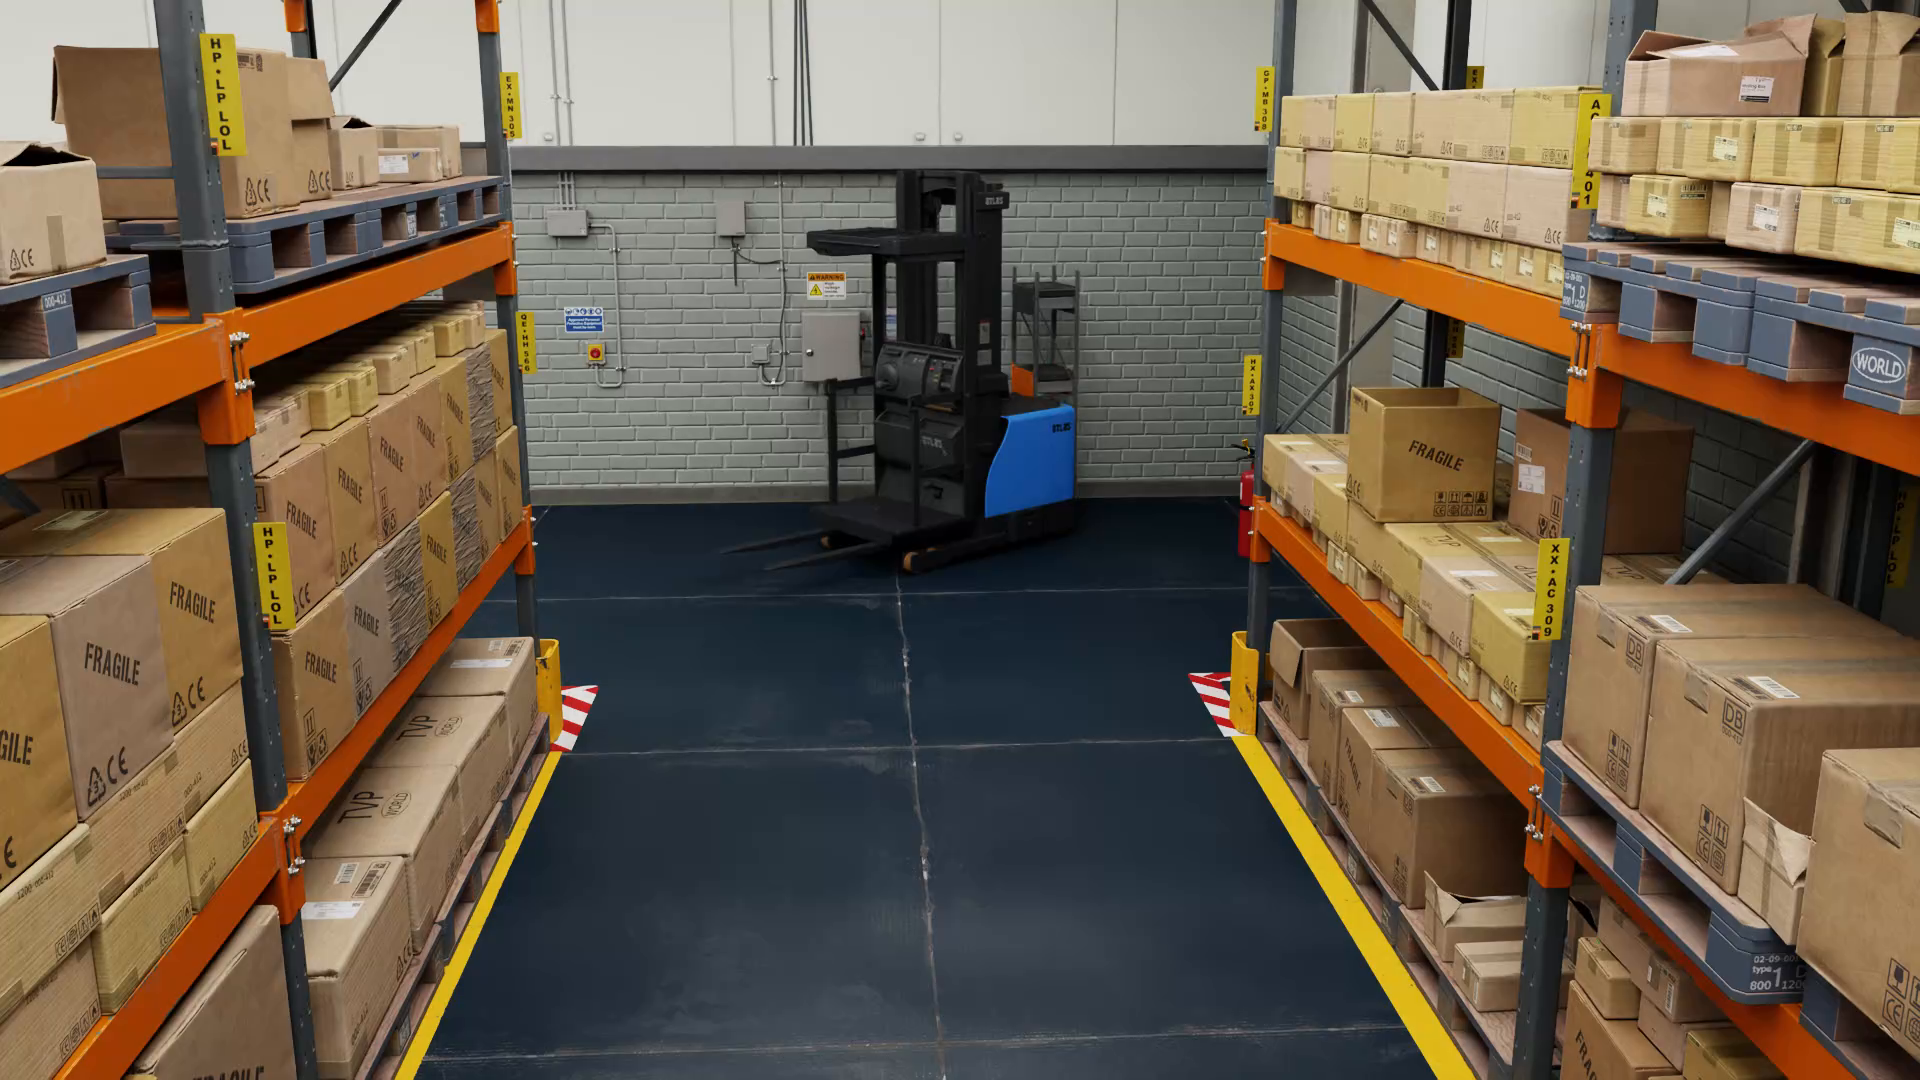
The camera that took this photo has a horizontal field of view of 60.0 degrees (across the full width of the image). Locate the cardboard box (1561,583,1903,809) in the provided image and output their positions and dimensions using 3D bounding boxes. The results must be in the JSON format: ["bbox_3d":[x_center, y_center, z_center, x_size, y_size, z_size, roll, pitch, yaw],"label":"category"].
[{"bbox_3d":[2.187,0.435,4.772,0.700,0.500,0.500,-1,14,-2],"label":"cardboard box"}]

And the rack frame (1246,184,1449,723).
[{"bbox_3d":[2.132,-0.432,9.184,1.000,3.000,0.127,-1,14,-3],"label":"rack frame"}]

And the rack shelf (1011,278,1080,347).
[{"bbox_3d":[0.719,-1.924,14.035,0.431,0.518,0.480,-5,15,-20],"label":"rack shelf"}]

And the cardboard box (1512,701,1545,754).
[{"bbox_3d":[2.108,0.609,5.642,0.380,0.149,0.250,-1,14,-3],"label":"cardboard box"}]

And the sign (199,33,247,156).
[{"bbox_3d":[-2.033,-1.226,4.581,0.100,0.325,0.005,-1,14,-3],"label":"sign"}]

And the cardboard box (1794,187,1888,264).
[{"bbox_3d":[2.067,-0.685,3.611,0.380,0.149,0.250,-1,14,-4],"label":"cardboard box"}]

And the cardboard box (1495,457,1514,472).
[{"bbox_3d":[2.456,-0.264,8.239,0.500,0.250,0.500,-1,14,-3],"label":"cardboard box"}]

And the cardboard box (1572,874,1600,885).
[{"bbox_3d":[2.548,1.465,6.693,0.380,0.149,0.250,-1,14,-4],"label":"cardboard box"}]

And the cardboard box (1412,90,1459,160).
[{"bbox_3d":[2.045,-1.577,6.317,0.500,0.250,0.500,-1,14,-2],"label":"cardboard box"}]

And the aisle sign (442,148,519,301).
[{"bbox_3d":[-2.517,-1.636,8.647,0.394,0.787,0.004,-1,14,-3],"label":"aisle sign"}]

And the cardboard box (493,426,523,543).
[{"bbox_3d":[-2.528,-0.287,8.420,0.500,0.500,0.500,-1,14,-3],"label":"cardboard box"}]

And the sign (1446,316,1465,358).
[{"bbox_3d":[2.687,-1.149,9.014,0.100,0.325,0.005,-1,14,-3],"label":"sign"}]

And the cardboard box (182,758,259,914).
[{"bbox_3d":[-2.295,0.821,4.617,0.500,0.250,0.500,-1,14,-5],"label":"cardboard box"}]

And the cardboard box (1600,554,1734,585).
[{"bbox_3d":[2.581,0.240,6.279,0.500,0.250,0.500,-1,14,-4],"label":"cardboard box"}]

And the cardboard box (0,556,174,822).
[{"bbox_3d":[-2.256,0.344,3.963,0.500,0.500,0.500,-1,14,-2],"label":"cardboard box"}]

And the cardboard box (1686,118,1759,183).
[{"bbox_3d":[2.022,-0.954,4.057,0.380,0.149,0.250,-1,14,-4],"label":"cardboard box"}]

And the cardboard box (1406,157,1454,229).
[{"bbox_3d":[2.037,-1.334,6.375,0.500,0.250,0.500,-1,14,-2],"label":"cardboard box"}]

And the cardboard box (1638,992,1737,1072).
[{"bbox_3d":[2.231,1.417,4.870,0.380,0.149,0.250,-1,14,-5],"label":"cardboard box"}]

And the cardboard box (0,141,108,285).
[{"bbox_3d":[-2.310,-0.756,3.762,0.500,0.311,0.500,-1,14,-3],"label":"cardboard box"}]

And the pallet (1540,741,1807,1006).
[{"bbox_3d":[2.321,0.857,4.563,1.003,0.211,1.213,-1,14,-3],"label":"pallet"}]

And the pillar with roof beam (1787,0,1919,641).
[{"bbox_3d":[-1.060,-2.463,5.039,9.100,9.000,0.400,-1,14,-3],"label":"pillar with roof beam"}]

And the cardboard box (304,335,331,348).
[{"bbox_3d":[-2.984,-0.848,7.294,0.380,0.149,0.250,-1,14,-3],"label":"cardboard box"}]

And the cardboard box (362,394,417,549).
[{"bbox_3d":[-2.407,-0.267,6.339,0.500,0.500,0.500,-1,14,-2],"label":"cardboard box"}]

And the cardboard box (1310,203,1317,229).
[{"bbox_3d":[1.962,-1.615,8.268,0.380,0.149,0.250,-1,14,-2],"label":"cardboard box"}]

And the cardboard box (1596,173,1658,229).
[{"bbox_3d":[2.002,-0.939,4.598,0.380,0.149,0.250,-1,14,-3],"label":"cardboard box"}]

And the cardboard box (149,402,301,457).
[{"bbox_3d":[-2.366,-0.352,5.366,0.380,0.149,0.250,-1,14,-3],"label":"cardboard box"}]

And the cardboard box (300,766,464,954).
[{"bbox_3d":[-2.562,1.298,6.762,0.875,0.438,0.875,-1,14,-5],"label":"cardboard box"}]

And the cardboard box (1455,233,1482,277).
[{"bbox_3d":[2.032,-1.042,6.040,0.380,0.149,0.250,-1,14,-4],"label":"cardboard box"}]

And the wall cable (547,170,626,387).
[{"bbox_3d":[-3.194,-2.263,14.201,0.585,1.953,0.123,-1,14,-3],"label":"wall cable"}]

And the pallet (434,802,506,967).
[{"bbox_3d":[-2.622,1.497,7.286,1.003,0.211,1.213,-1,14,-3],"label":"pallet"}]

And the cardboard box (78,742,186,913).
[{"bbox_3d":[-2.266,0.701,4.078,0.500,0.250,0.500,-1,14,-2],"label":"cardboard box"}]

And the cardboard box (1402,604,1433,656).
[{"bbox_3d":[1.997,0.352,6.643,0.380,0.149,0.250,-1,14,-4],"label":"cardboard box"}]

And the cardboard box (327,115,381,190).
[{"bbox_3d":[-2.779,-1.642,7.005,0.500,0.311,0.500,-1,14,-2],"label":"cardboard box"}]

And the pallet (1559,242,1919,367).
[{"bbox_3d":[2.350,-0.635,4.333,1.213,0.211,1.003,-1,14,-3],"label":"pallet"}]

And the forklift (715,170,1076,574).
[{"bbox_3d":[-0.476,-1.310,12.736,3.031,2.935,1.130,-13,19,-41],"label":"forklift"}]

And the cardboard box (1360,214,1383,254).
[{"bbox_3d":[1.918,-1.297,7.032,0.380,0.149,0.250,-1,14,-3],"label":"cardboard box"}]

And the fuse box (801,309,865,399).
[{"bbox_3d":[-1.089,-1.128,14.477,0.539,1.711,0.414,-1,14,-3],"label":"fuse box"}]

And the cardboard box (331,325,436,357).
[{"bbox_3d":[-2.540,-0.860,7.339,0.380,0.149,0.250,-1,14,-4],"label":"cardboard box"}]

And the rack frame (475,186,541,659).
[{"bbox_3d":[-2.822,-0.354,8.883,1.000,3.000,0.127,-1,14,-3],"label":"rack frame"}]

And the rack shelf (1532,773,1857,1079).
[{"bbox_3d":[2.504,1.409,3.474,1.077,0.370,4.000,-1,14,-3],"label":"rack shelf"}]

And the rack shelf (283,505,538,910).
[{"bbox_3d":[-2.698,0.492,7.039,1.077,0.370,4.000,-1,14,-3],"label":"rack shelf"}]

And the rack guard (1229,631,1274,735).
[{"bbox_3d":[2.137,0.798,9.422,1.175,0.500,0.348,-1,14,-3],"label":"rack guard"}]

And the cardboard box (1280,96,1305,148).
[{"bbox_3d":[1.909,-2.084,8.286,0.500,0.250,0.500,-1,14,-4],"label":"cardboard box"}]

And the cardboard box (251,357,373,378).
[{"bbox_3d":[-2.464,-0.605,6.351,0.380,0.149,0.250,-1,14,-4],"label":"cardboard box"}]

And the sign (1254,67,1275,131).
[{"bbox_3d":[1.591,-2.299,8.669,0.100,0.325,0.005,-1,14,-3],"label":"sign"}]

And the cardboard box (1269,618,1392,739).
[{"bbox_3d":[2.075,0.728,8.846,0.797,0.503,0.637,-1,15,-6],"label":"cardboard box"}]

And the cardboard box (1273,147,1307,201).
[{"bbox_3d":[1.887,-1.841,8.347,0.500,0.250,0.500,-1,14,-4],"label":"cardboard box"}]

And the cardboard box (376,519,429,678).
[{"bbox_3d":[-2.393,0.223,6.441,0.500,0.500,0.500,-1,14,-3],"label":"cardboard box"}]

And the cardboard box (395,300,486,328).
[{"bbox_3d":[-2.600,-1.115,8.330,0.380,0.149,0.250,-1,14,-3],"label":"cardboard box"}]

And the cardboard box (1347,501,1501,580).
[{"bbox_3d":[2.010,-0.008,7.241,0.500,0.250,0.500,-1,14,-5],"label":"cardboard box"}]

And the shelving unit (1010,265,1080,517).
[{"bbox_3d":[0.719,-1.259,14.206,0.431,2.100,0.503,-5,15,-20],"label":"shelving unit"}]

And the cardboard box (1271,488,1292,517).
[{"bbox_3d":[1.879,-0.224,8.881,0.380,0.149,0.250,-1,14,-4],"label":"cardboard box"}]

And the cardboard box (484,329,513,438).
[{"bbox_3d":[-2.554,-0.770,8.294,0.500,0.500,0.500,0,14,-2],"label":"cardboard box"}]

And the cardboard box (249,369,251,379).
[{"bbox_3d":[-2.927,-0.597,6.317,0.380,0.149,0.250,-1,14,-5],"label":"cardboard box"}]
